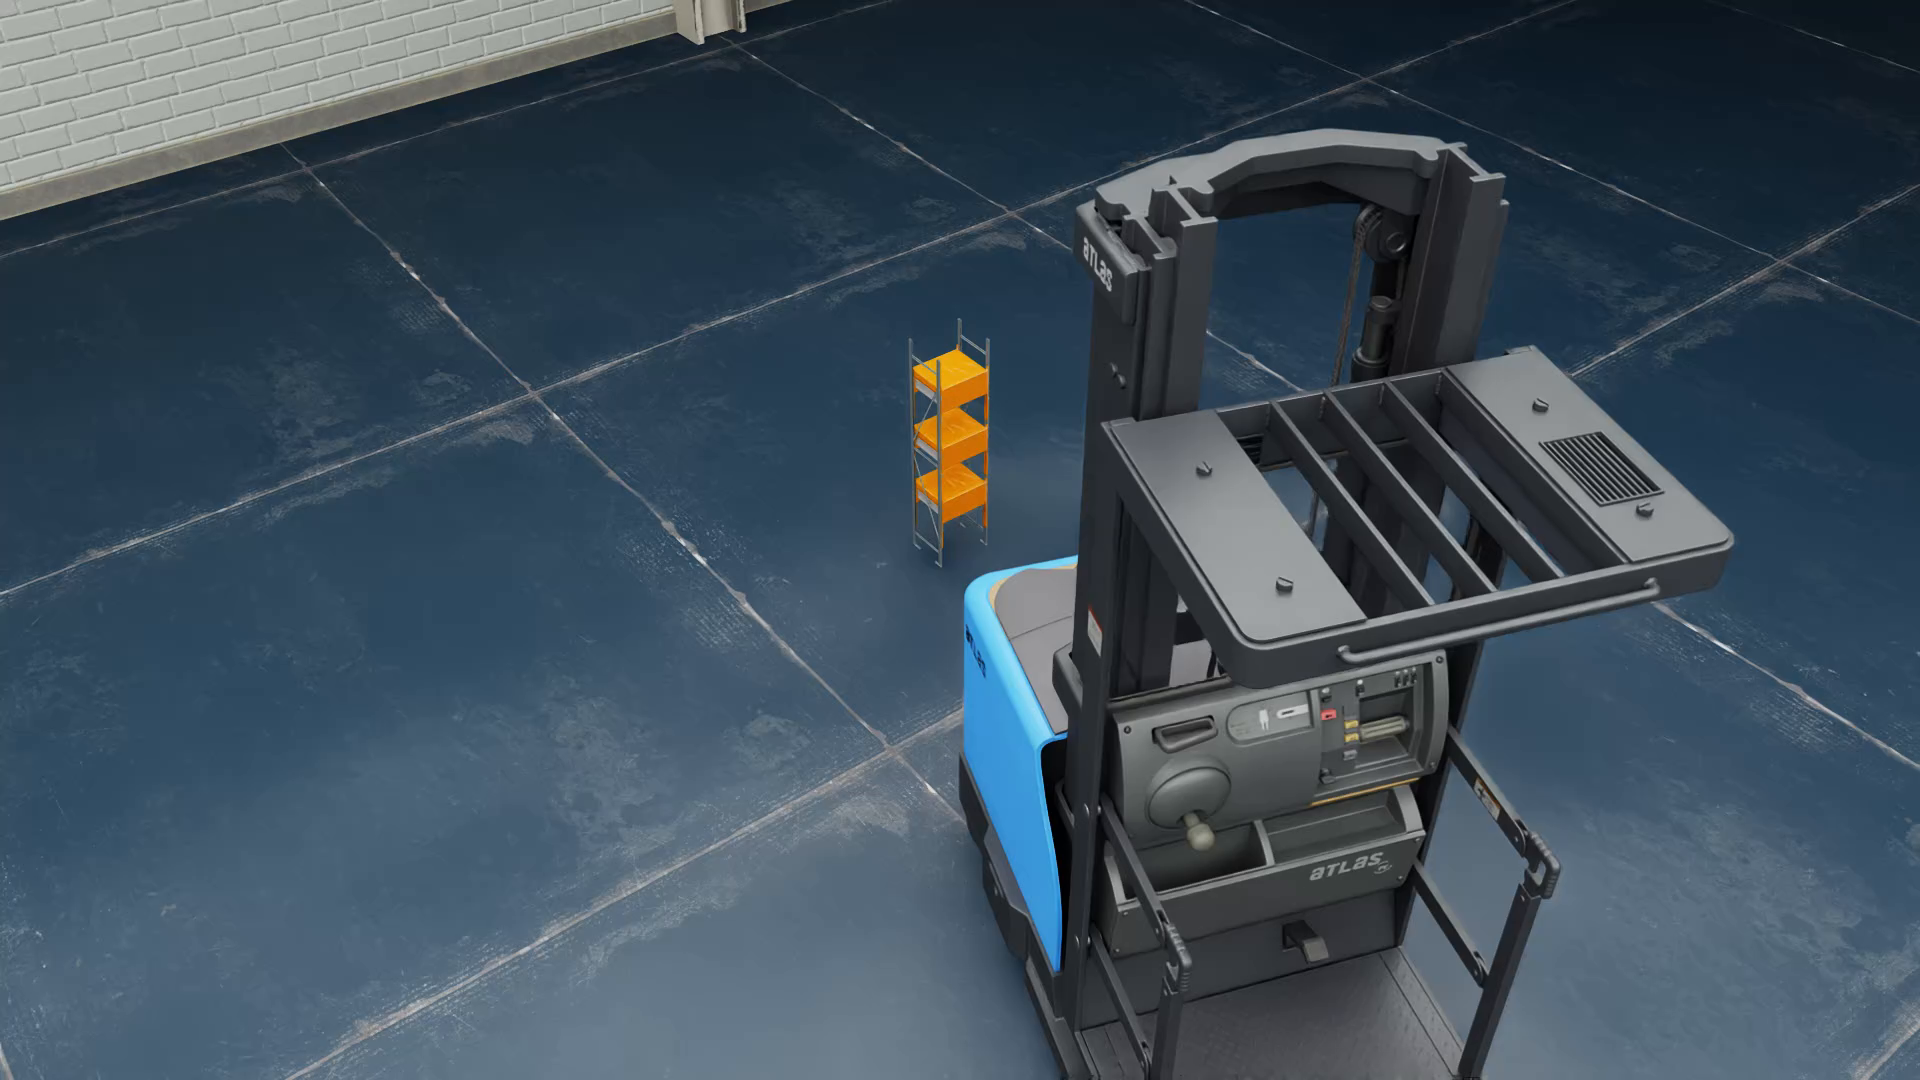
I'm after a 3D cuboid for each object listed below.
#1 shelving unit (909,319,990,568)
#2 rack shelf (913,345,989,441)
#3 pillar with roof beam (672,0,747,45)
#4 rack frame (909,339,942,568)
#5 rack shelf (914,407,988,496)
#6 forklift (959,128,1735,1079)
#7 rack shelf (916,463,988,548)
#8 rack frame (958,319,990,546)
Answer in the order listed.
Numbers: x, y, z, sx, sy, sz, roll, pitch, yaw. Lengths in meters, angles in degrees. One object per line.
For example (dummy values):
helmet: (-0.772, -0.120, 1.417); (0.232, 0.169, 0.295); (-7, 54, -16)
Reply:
shelving unit: (-0.042, -0.385, 6.892); (0.252, 1.050, 0.215); (-26, 46, -28)
rack shelf: (-0.042, -0.596, 6.719); (0.240, 0.259, 0.215); (-26, 46, -28)
pillar with roof beam: (0.892, -4.858, 6.077); (0.400, 9.000, 9.100); (-26, 46, -28)
rack frame: (-0.139, -0.338, 6.834); (0.008, 1.050, 0.200); (-26, 46, -28)
rack shelf: (-0.042, -0.377, 6.899); (0.240, 0.259, 0.215); (-26, 46, -28)
forklift: (0.914, 0.622, 4.181); (1.130, 2.935, 3.031); (-11, 41, -13)
rack shelf: (-0.042, -0.162, 7.075); (0.240, 0.259, 0.215); (-26, 46, -28)
rack frame: (0.054, -0.432, 6.949); (0.008, 1.050, 0.200); (-26, 46, -28)
